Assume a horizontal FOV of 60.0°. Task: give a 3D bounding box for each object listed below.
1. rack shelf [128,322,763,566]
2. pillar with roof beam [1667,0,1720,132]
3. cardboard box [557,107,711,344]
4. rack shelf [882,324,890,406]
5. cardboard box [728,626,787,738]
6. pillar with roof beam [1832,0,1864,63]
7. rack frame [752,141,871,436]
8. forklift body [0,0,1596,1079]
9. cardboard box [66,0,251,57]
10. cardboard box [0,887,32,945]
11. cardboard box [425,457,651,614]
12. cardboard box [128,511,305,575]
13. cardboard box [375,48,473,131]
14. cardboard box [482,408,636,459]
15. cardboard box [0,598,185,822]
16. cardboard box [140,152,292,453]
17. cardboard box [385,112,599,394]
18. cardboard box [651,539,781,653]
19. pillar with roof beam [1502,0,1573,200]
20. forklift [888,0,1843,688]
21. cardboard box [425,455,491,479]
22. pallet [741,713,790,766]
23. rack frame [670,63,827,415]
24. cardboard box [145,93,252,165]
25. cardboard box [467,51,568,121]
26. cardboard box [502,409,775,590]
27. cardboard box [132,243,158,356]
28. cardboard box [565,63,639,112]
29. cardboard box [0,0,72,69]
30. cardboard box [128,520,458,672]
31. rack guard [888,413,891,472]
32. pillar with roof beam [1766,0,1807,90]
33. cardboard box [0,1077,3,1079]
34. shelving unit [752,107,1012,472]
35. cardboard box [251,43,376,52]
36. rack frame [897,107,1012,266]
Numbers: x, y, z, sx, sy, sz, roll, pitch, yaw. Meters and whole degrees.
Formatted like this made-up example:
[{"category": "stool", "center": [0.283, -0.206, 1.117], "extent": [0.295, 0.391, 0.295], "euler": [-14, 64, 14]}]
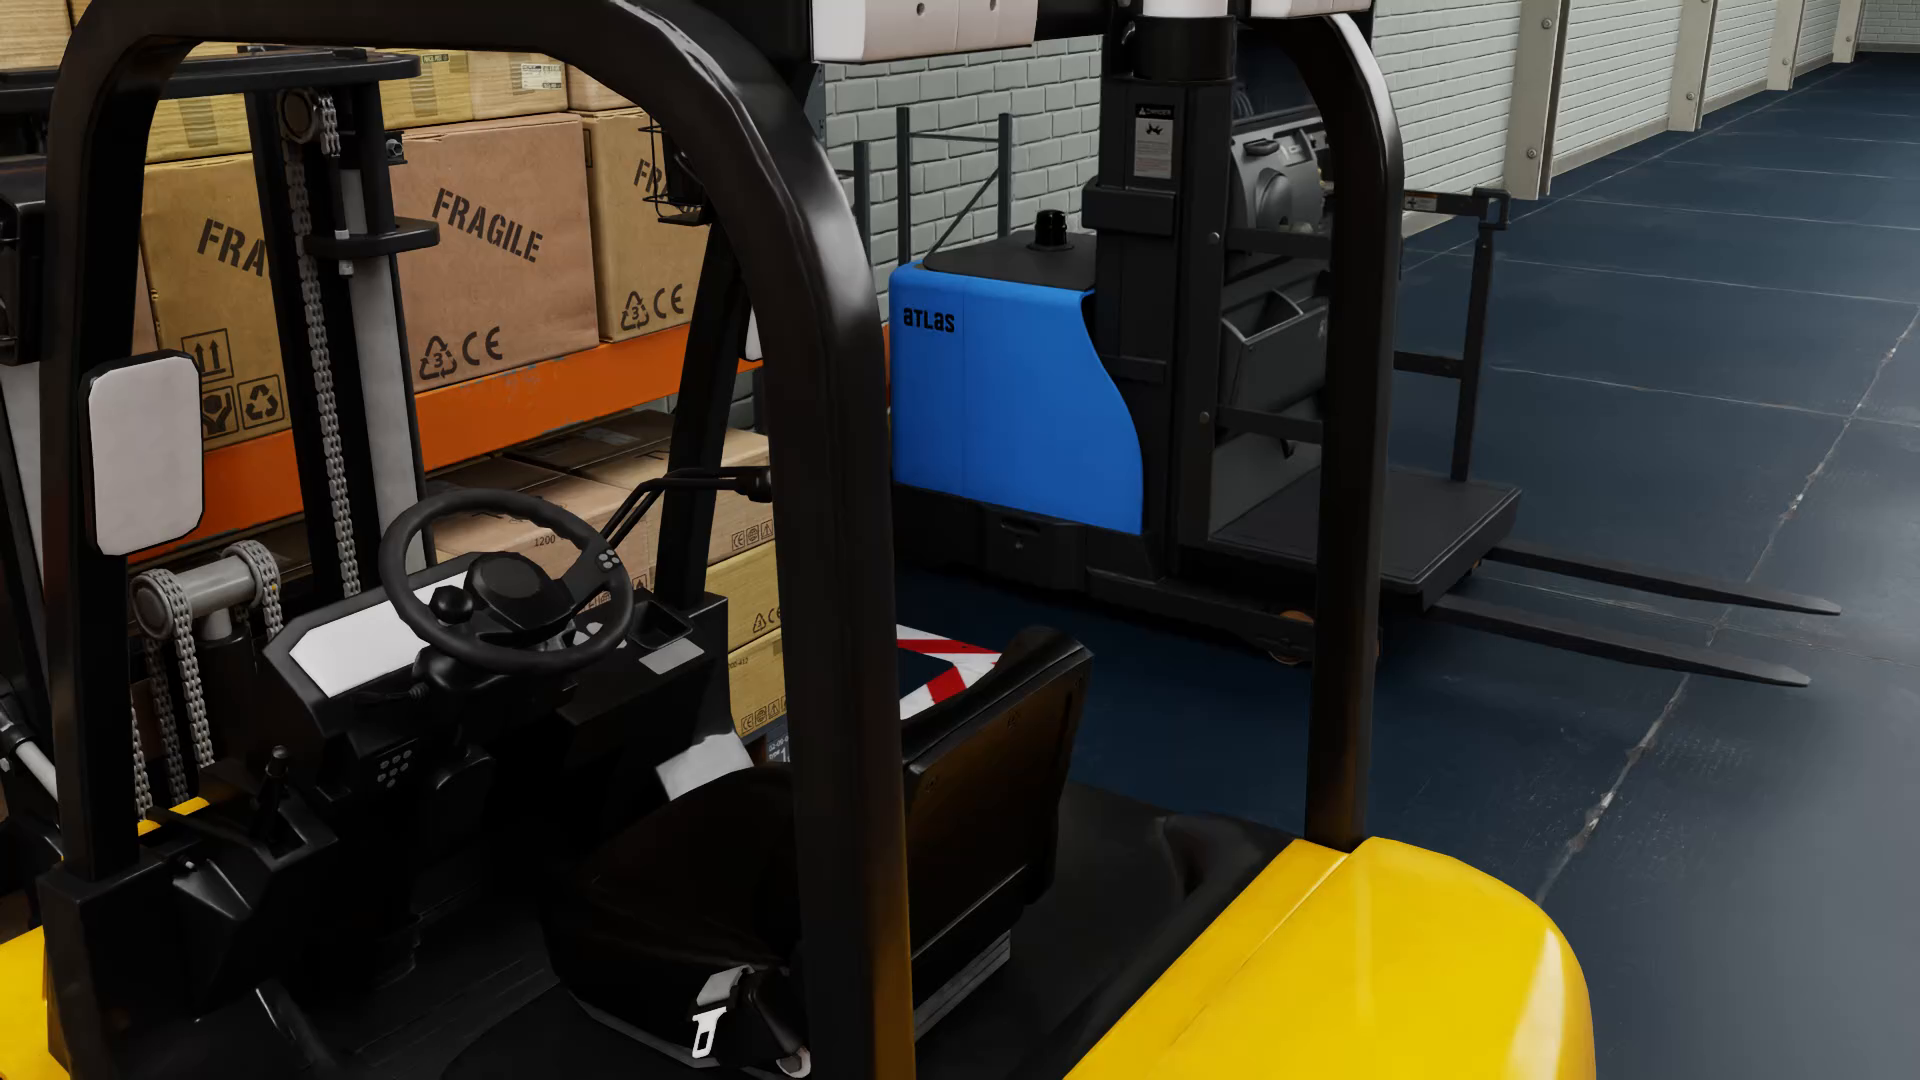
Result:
[{"category": "rack shelf", "center": [-1.905, -0.022, 3.037], "extent": [1.077, 0.370, 4.000], "euler": [13, 24, 32]}, {"category": "pillar with roof beam", "center": [11.762, -8.048, 15.050], "extent": [9.100, 9.000, 0.400], "euler": [13, 24, 32]}, {"category": "cardboard box", "center": [-0.840, -0.787, 3.926], "extent": [0.500, 0.500, 0.500], "euler": [13, 24, 31]}, {"category": "rack shelf", "center": [-0.276, -0.639, 6.350], "extent": [0.538, 0.185, 1.000], "euler": [11, 23, 28]}, {"category": "cardboard box", "center": [-0.783, 0.356, 4.337], "extent": [0.500, 0.250, 0.500], "euler": [13, 24, 32]}, {"category": "pillar with roof beam", "center": [18.507, -11.491, 24.358], "extent": [9.100, 9.000, 0.400], "euler": [13, 24, 32]}, {"category": "rack frame", "center": [-0.526, -0.655, 5.873], "extent": [0.500, 1.500, 0.032], "euler": [11, 23, 28]}, {"category": "forklift body", "center": [-0.338, 0.365, 2.178], "extent": [2.313, 2.155, 1.214], "euler": [13, 24, 32]}, {"category": "cardboard box", "center": [-1.442, -0.894, 2.850], "extent": [0.380, 0.149, 0.250], "euler": [14, 24, 33]}, {"category": "cardboard box", "center": [-1.644, 0.563, 3.058], "extent": [0.500, 0.250, 0.500], "euler": [13, 24, 32]}, {"category": "cardboard box", "center": [-1.064, 0.031, 3.773], "extent": [0.500, 0.250, 0.500], "euler": [14, 24, 33]}, {"category": "cardboard box", "center": [-1.775, 0.077, 3.649], "extent": [0.500, 0.250, 0.500], "euler": [13, 24, 31]}, {"category": "cardboard box", "center": [-1.208, -0.919, 3.348], "extent": [0.380, 0.149, 0.250], "euler": [13, 24, 31]}, {"category": "cardboard box", "center": [-1.207, -0.208, 4.421], "extent": [0.500, 0.250, 0.500], "euler": [13, 24, 31]}, {"category": "cardboard box", "center": [-1.630, 0.322, 2.988], "extent": [0.500, 0.250, 0.500], "euler": [13, 24, 31]}, {"category": "cardboard box", "center": [-1.427, -0.493, 3.131], "extent": [0.500, 0.500, 0.500], "euler": [13, 24, 31]}, {"category": "cardboard box", "center": [-1.139, -0.640, 3.528], "extent": [0.500, 0.500, 0.500], "euler": [14, 25, 33]}, {"category": "cardboard box", "center": [-0.796, 0.126, 4.239], "extent": [0.500, 0.250, 0.500], "euler": [13, 24, 31]}, {"category": "pillar with roof beam", "center": [8.389, -6.326, 10.396], "extent": [9.100, 9.000, 0.400], "euler": [13, 24, 32]}, {"category": "forklift", "center": [1.246, -1.156, 5.165], "extent": [3.031, 2.935, 1.130], "euler": [13, 24, 32]}, {"category": "cardboard box", "center": [-1.485, -0.064, 4.032], "extent": [0.500, 0.250, 0.500], "euler": [13, 24, 32]}, {"category": "pallet", "center": [-1.176, 0.602, 4.332], "extent": [1.003, 0.211, 1.213], "euler": [13, 24, 32]}, {"category": "rack frame", "center": [-0.781, -0.933, 4.464], "extent": [1.000, 3.000, 0.127], "euler": [13, 24, 32]}, {"category": "cardboard box", "center": [-1.445, -0.757, 2.909], "extent": [0.380, 0.149, 0.250], "euler": [13, 24, 32]}, {"category": "cardboard box", "center": [-1.059, -0.988, 3.534], "extent": [0.380, 0.149, 0.250], "euler": [14, 24, 33]}, {"category": "cardboard box", "center": [-0.781, -0.116, 4.173], "extent": [0.500, 0.250, 0.500], "euler": [14, 25, 34]}, {"category": "cardboard box", "center": [-1.701, -0.347, 2.735], "extent": [0.500, 0.500, 0.500], "euler": [13, 24, 32]}, {"category": "cardboard box", "center": [-0.863, -1.051, 3.703], "extent": [0.380, 0.149, 0.250], "euler": [14, 24, 33]}, {"category": "cardboard box", "center": [-1.665, -0.838, 2.700], "extent": [0.380, 0.149, 0.250], "euler": [14, 24, 33]}, {"category": "cardboard box", "center": [-1.339, 0.178, 3.377], "extent": [0.500, 0.250, 0.500], "euler": [14, 24, 32]}, {"category": "rack guard", "center": [-0.035, -0.369, 6.903], "extent": [0.587, 0.250, 0.087], "euler": [11, 23, 28]}, {"category": "pillar with roof beam", "center": [15.135, -9.769, 19.704], "extent": [9.100, 9.000, 0.400], "euler": [13, 24, 32]}, {"category": "cardboard box", "center": [-1.935, 0.934, 2.774], "extent": [0.500, 0.250, 0.500], "euler": [14, 24, 33]}, {"category": "shelving unit", "center": [-0.280, -0.805, 6.280], "extent": [0.587, 1.500, 1.083], "euler": [11, 23, 28]}, {"category": "cardboard box", "center": [-1.301, -0.969, 3.054], "extent": [0.380, 0.149, 0.250], "euler": [14, 24, 33]}, {"category": "rack frame", "center": [-0.025, -0.962, 6.702], "extent": [0.500, 1.500, 0.032], "euler": [11, 23, 28]}]
